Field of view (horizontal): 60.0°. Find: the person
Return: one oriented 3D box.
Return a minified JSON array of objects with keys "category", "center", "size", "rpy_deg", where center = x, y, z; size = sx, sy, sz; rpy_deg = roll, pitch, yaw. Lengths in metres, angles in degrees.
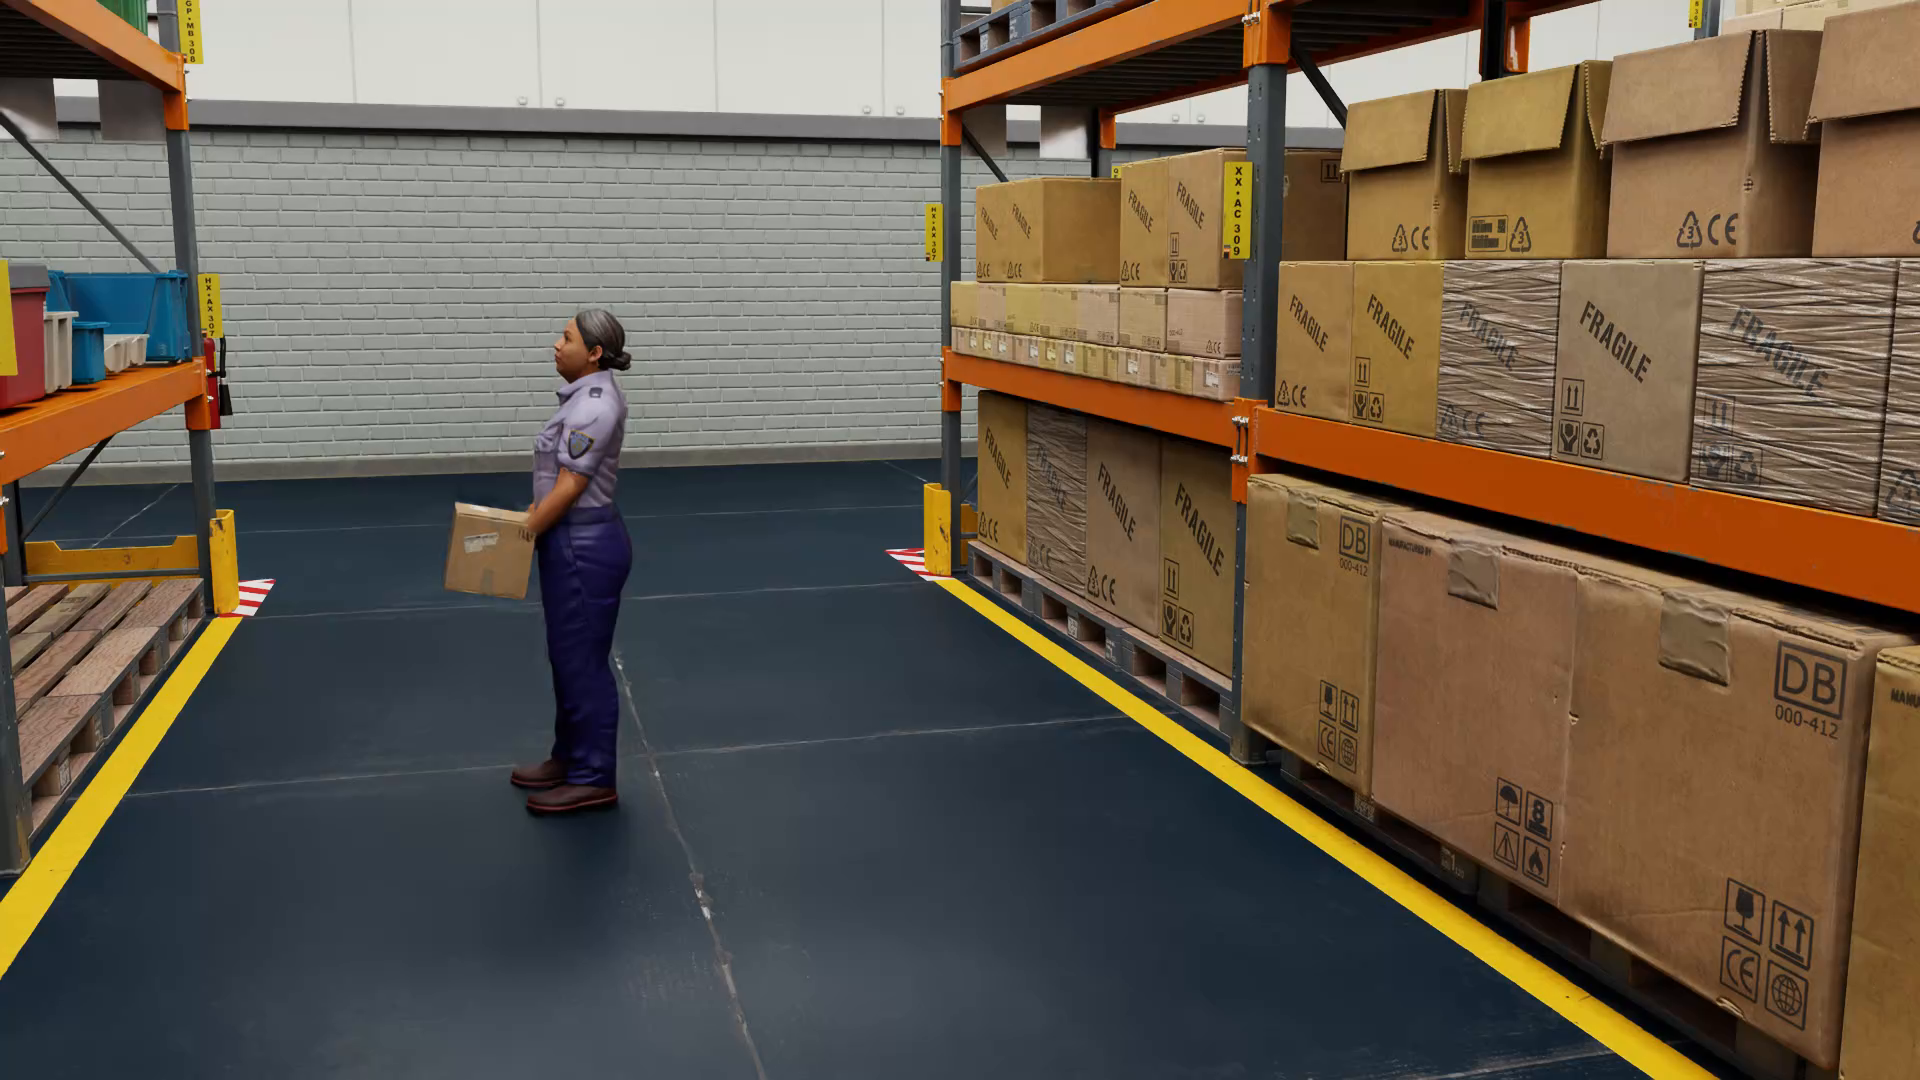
[{"category":"person","center":[-1.311,0.065,5.520],"size":[0.475,1.650,0.509],"rpy_deg":[-1,9,-9]}]
